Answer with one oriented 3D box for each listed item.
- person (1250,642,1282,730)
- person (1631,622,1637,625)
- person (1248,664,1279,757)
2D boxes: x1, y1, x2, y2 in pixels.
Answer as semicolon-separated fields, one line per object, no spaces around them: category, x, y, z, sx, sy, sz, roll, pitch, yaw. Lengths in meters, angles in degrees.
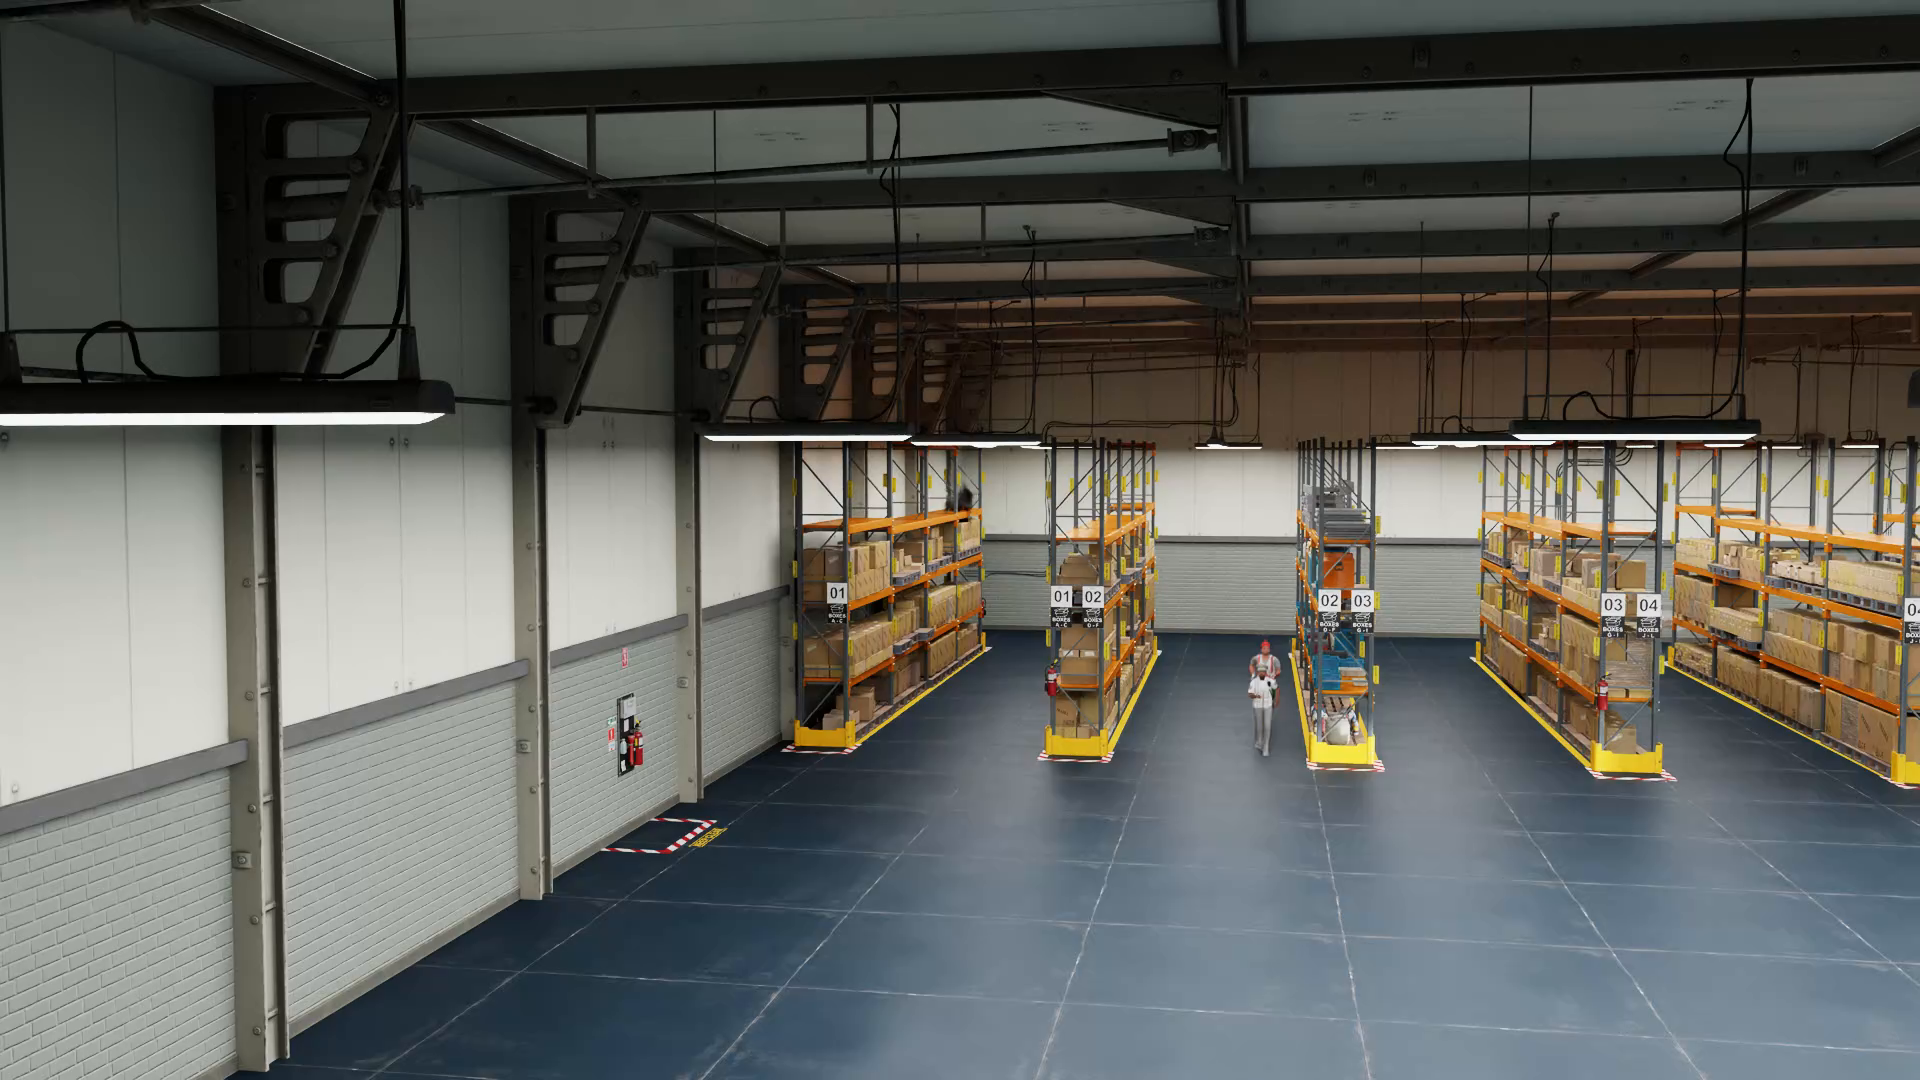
person;6.331;2.998;34.487;0.658;1.790;0.843;1;3;11
person;18.374;2.541;45.448;0.764;1.613;0.648;-2;4;-35
person;5.767;3.217;31.608;0.583;1.722;0.866;1;3;12
